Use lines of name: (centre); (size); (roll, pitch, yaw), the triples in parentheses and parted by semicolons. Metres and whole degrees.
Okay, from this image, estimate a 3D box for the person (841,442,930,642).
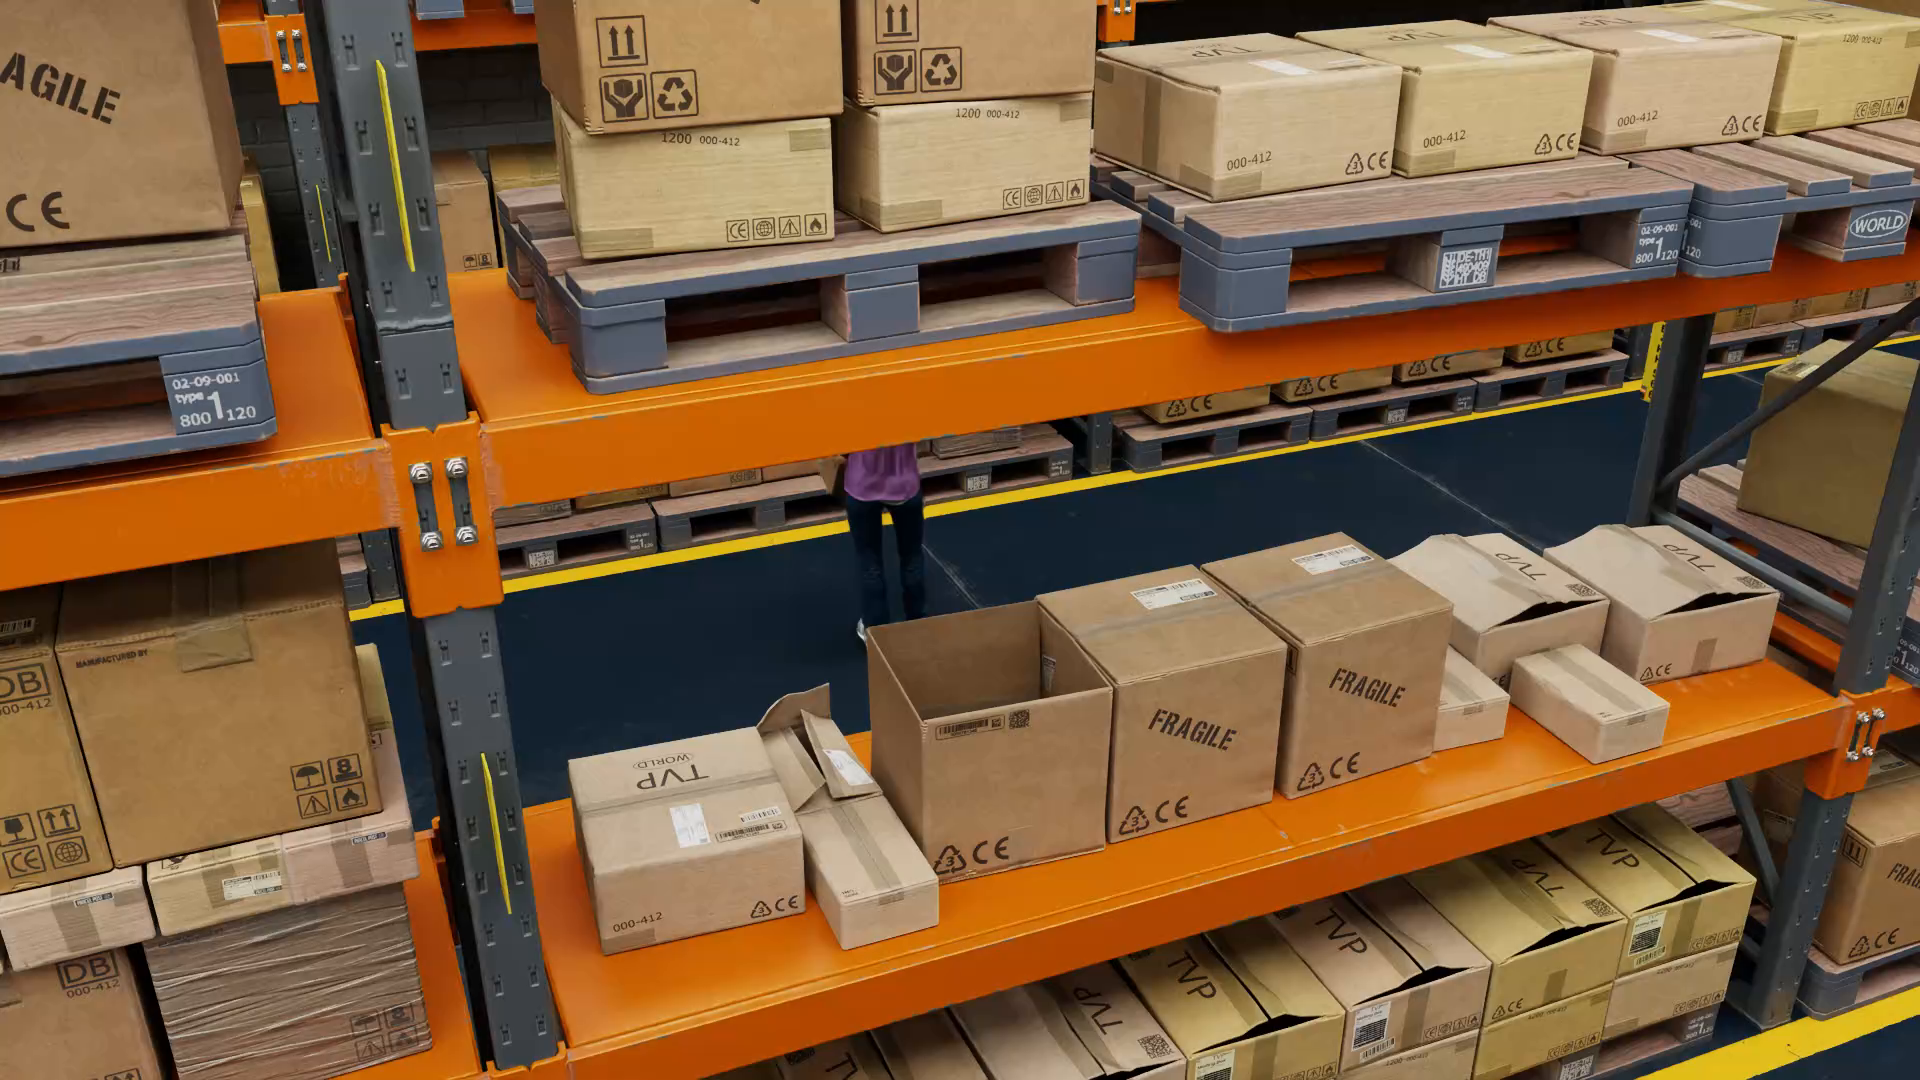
person: (-0.358, -0.247, 7.615); (0.434, 1.601, 0.449); (-3, 26, -6)
